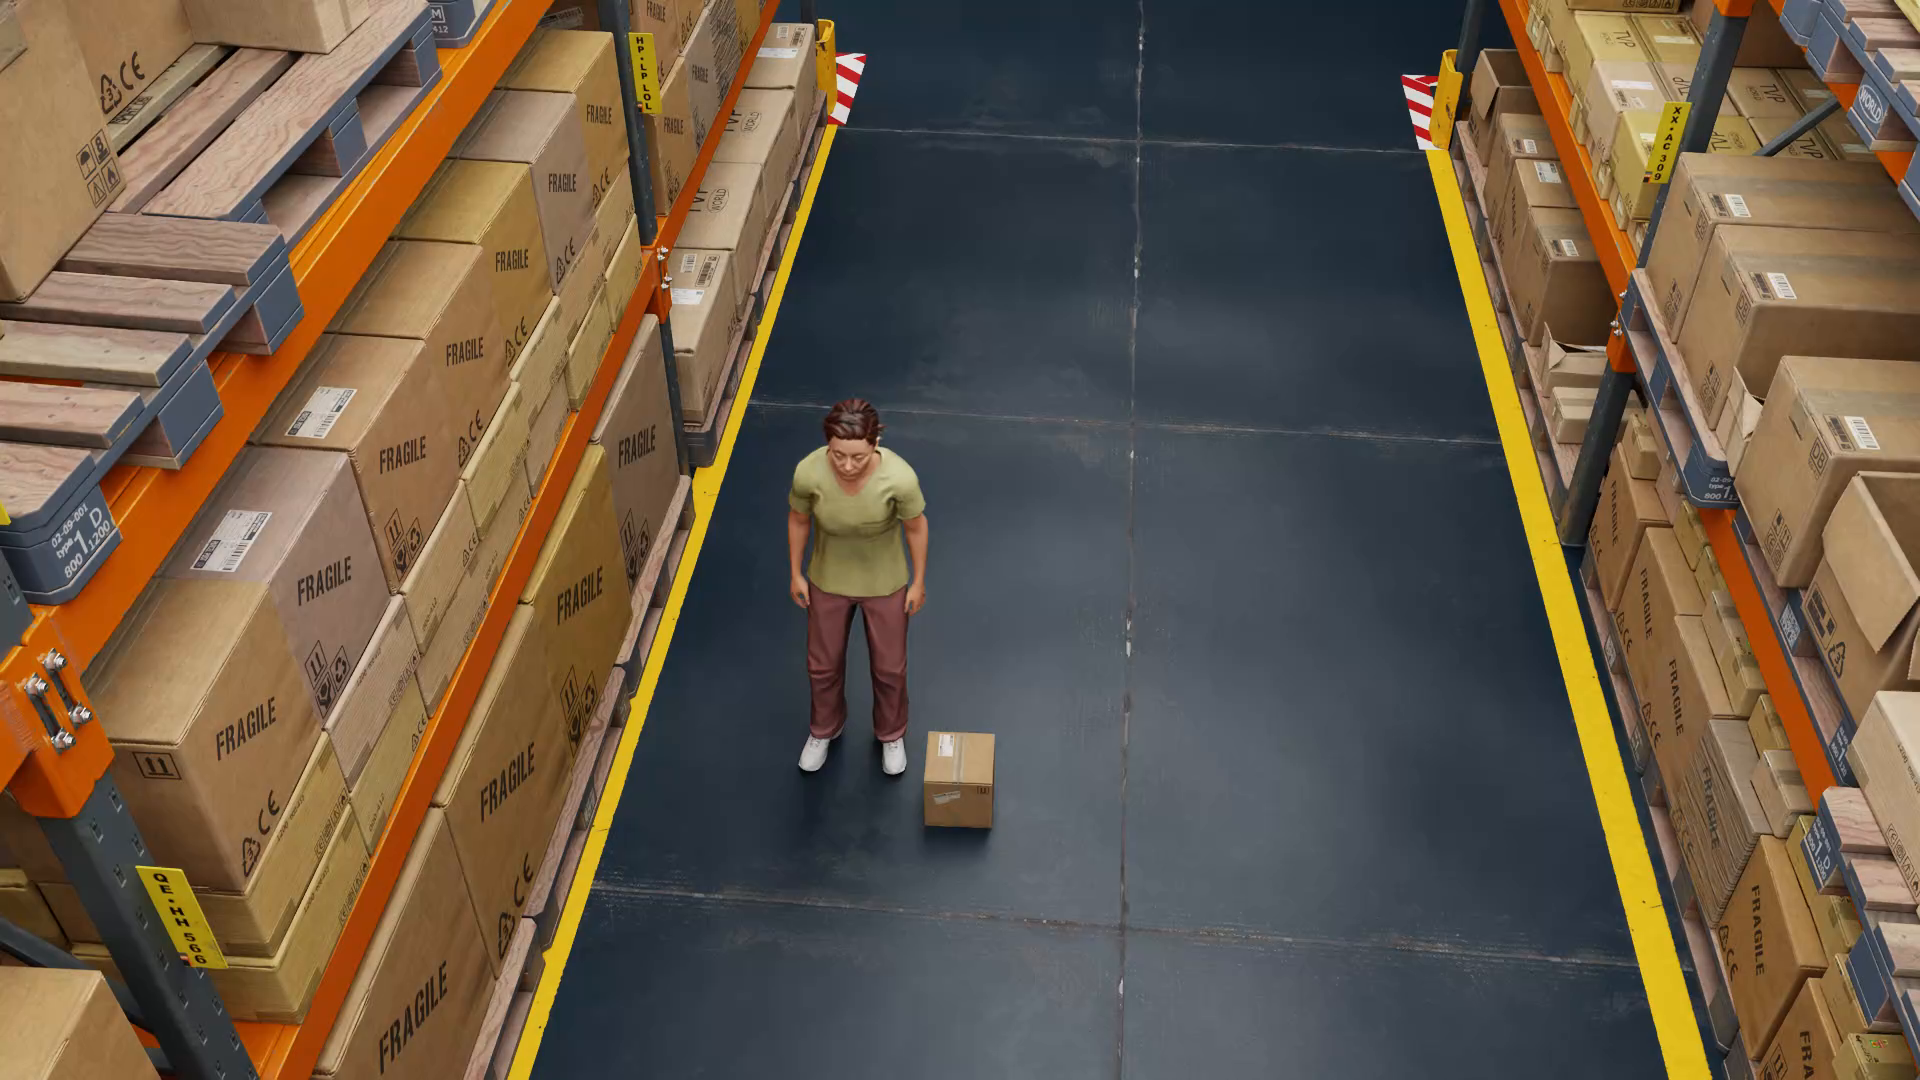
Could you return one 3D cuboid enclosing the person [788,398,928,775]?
[{"bbox_3d":[-0.365,0.165,5.962,0.499,1.673,0.354,3,40,4],"label":"person"}]
